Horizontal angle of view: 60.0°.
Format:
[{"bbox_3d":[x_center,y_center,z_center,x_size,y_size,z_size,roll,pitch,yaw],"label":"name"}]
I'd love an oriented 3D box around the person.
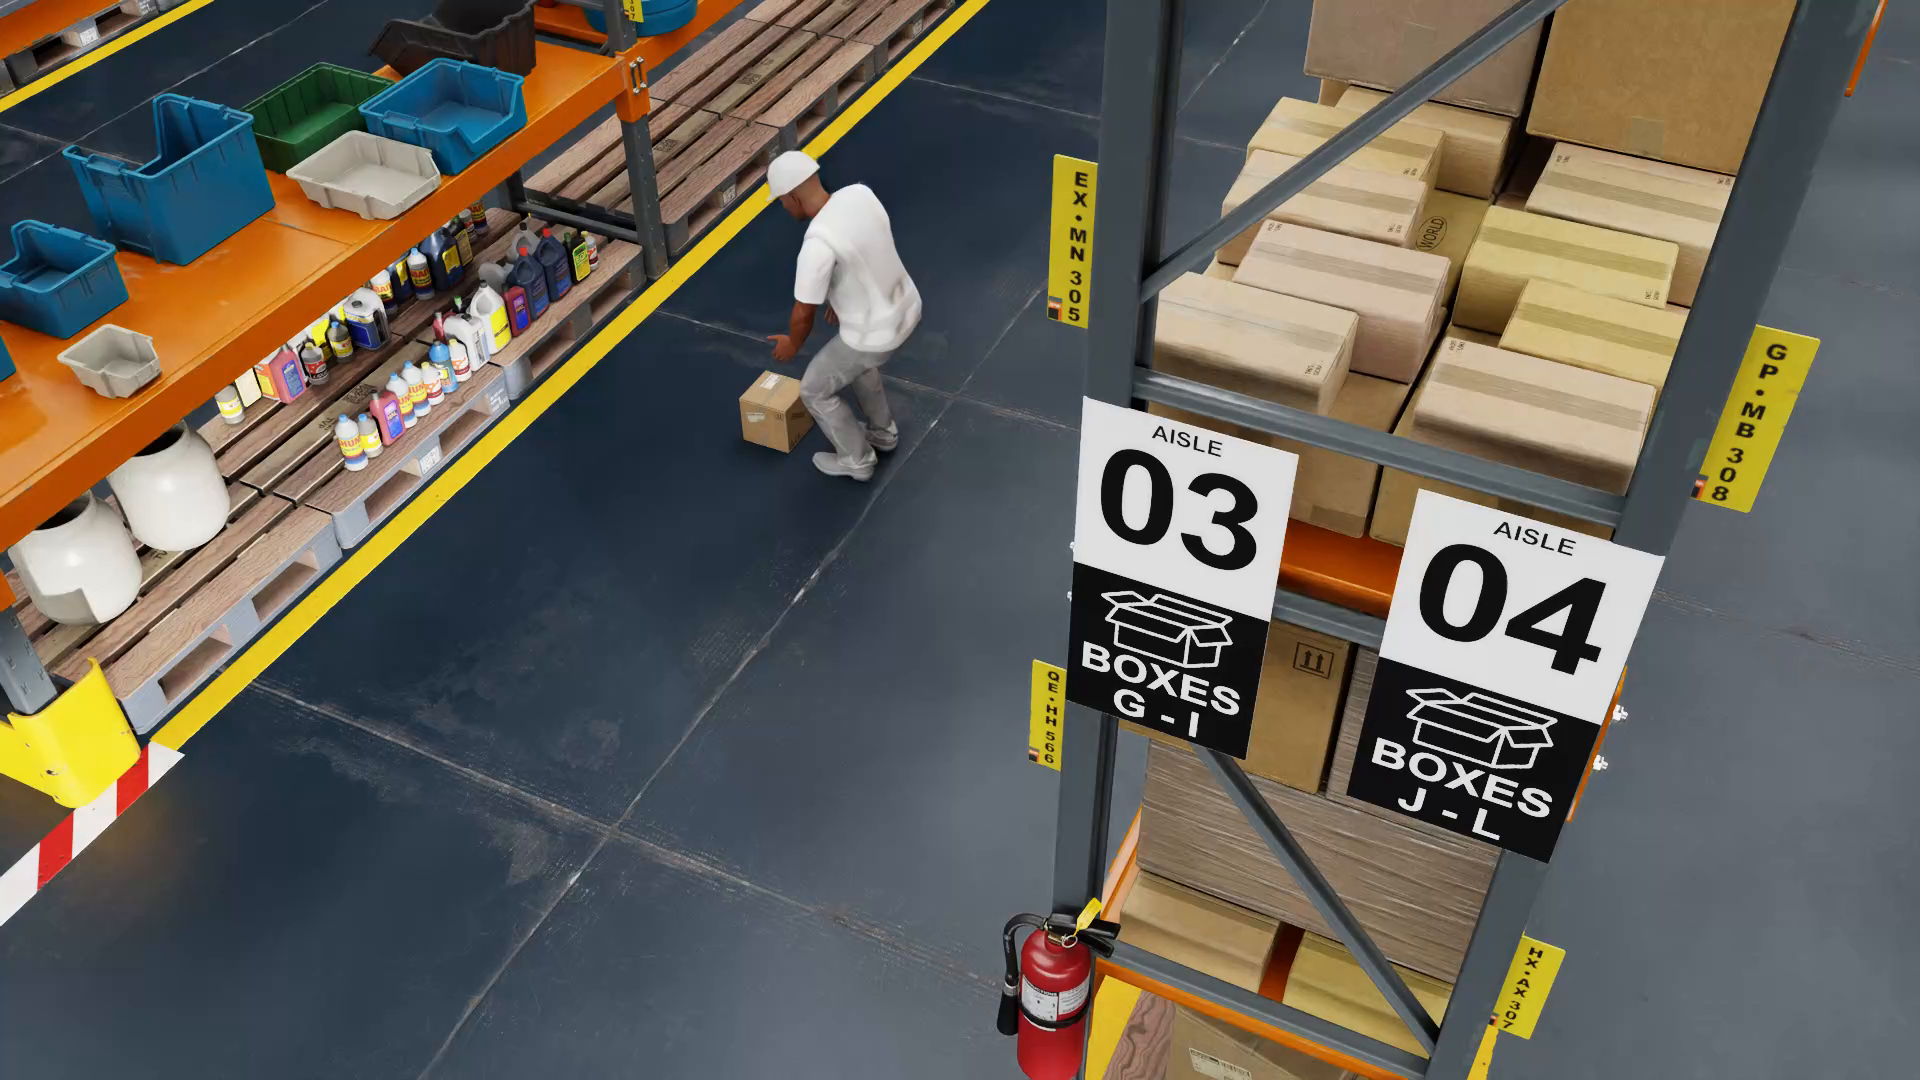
[{"bbox_3d":[-0.519,-0.973,7.382,0.644,1.568,0.622,18,45,19],"label":"person"}]
